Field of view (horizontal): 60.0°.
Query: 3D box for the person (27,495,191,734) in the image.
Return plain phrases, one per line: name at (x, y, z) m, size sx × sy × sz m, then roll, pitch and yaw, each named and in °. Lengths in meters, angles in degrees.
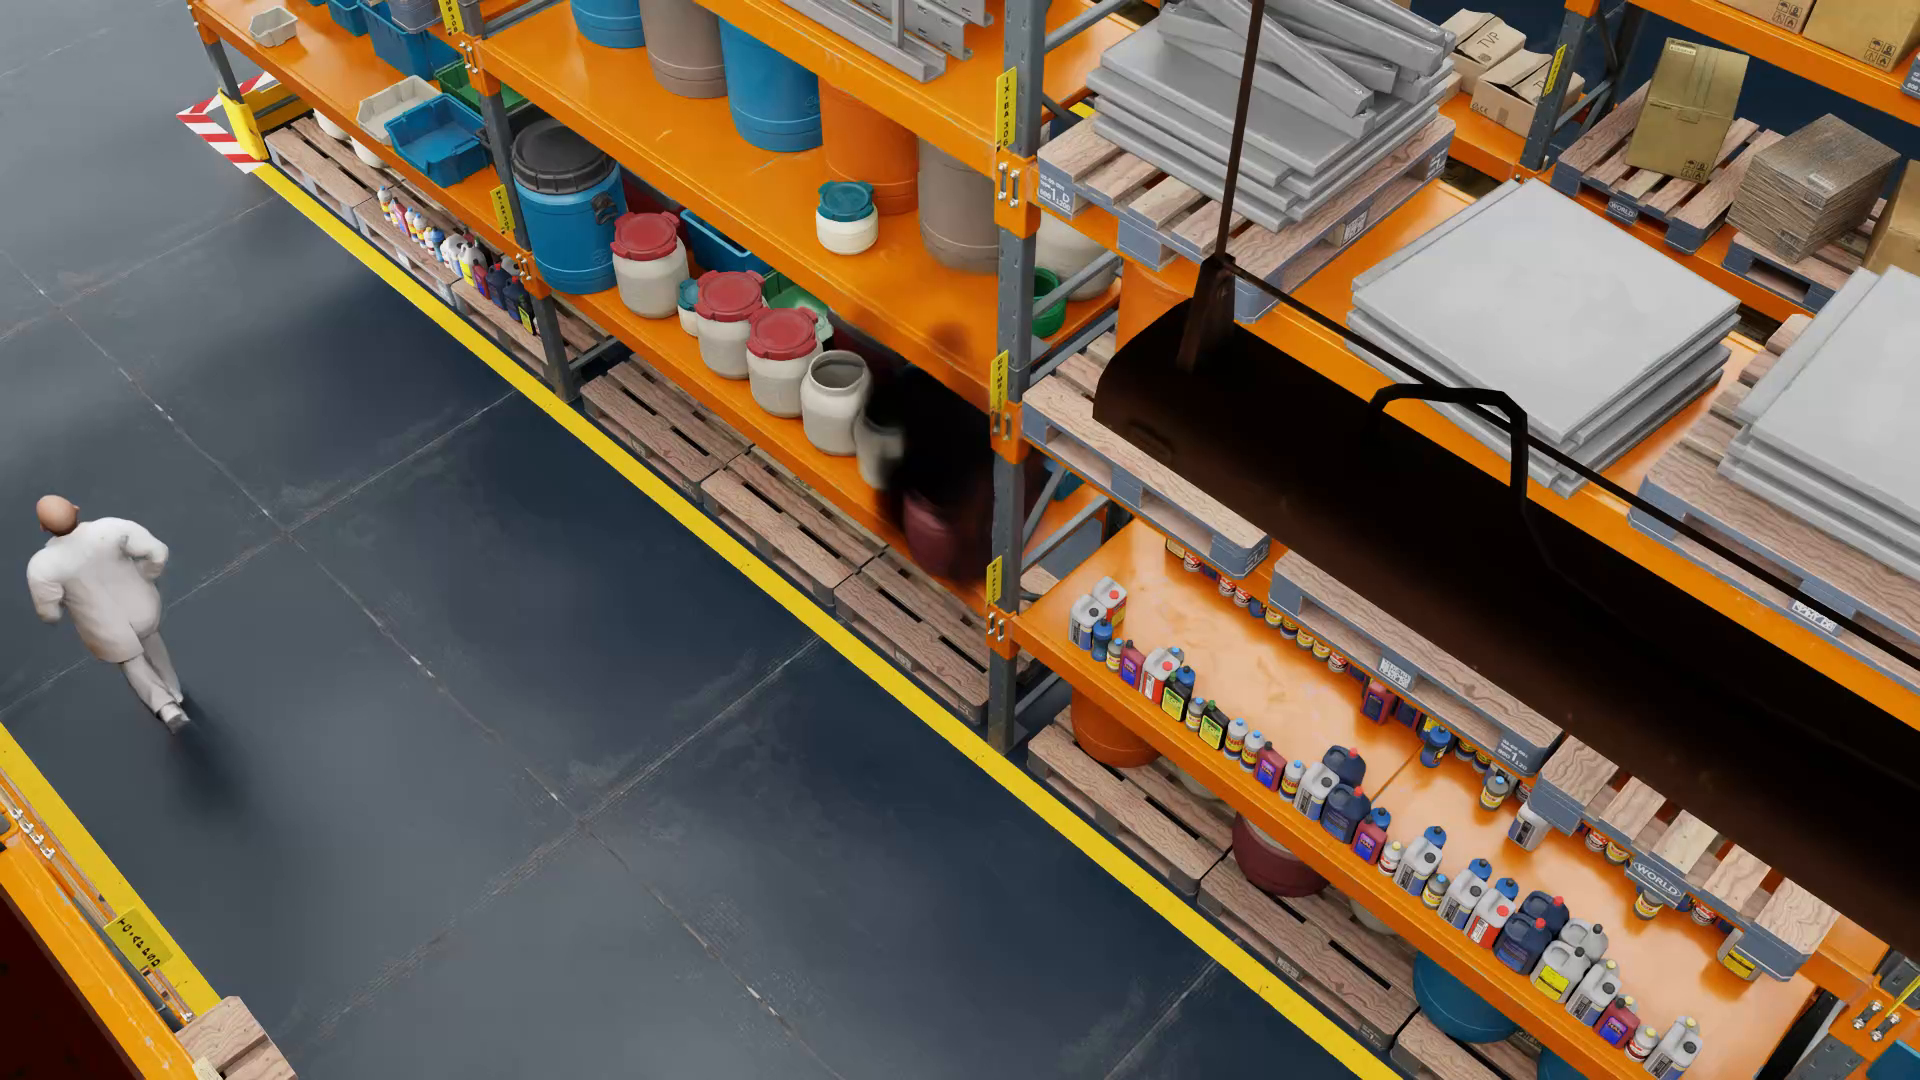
person at (-4.460, 0.411, 8.889) m, size 0.797 × 1.733 × 0.695 m, roll 37°, pitch 59°, yaw 27°
